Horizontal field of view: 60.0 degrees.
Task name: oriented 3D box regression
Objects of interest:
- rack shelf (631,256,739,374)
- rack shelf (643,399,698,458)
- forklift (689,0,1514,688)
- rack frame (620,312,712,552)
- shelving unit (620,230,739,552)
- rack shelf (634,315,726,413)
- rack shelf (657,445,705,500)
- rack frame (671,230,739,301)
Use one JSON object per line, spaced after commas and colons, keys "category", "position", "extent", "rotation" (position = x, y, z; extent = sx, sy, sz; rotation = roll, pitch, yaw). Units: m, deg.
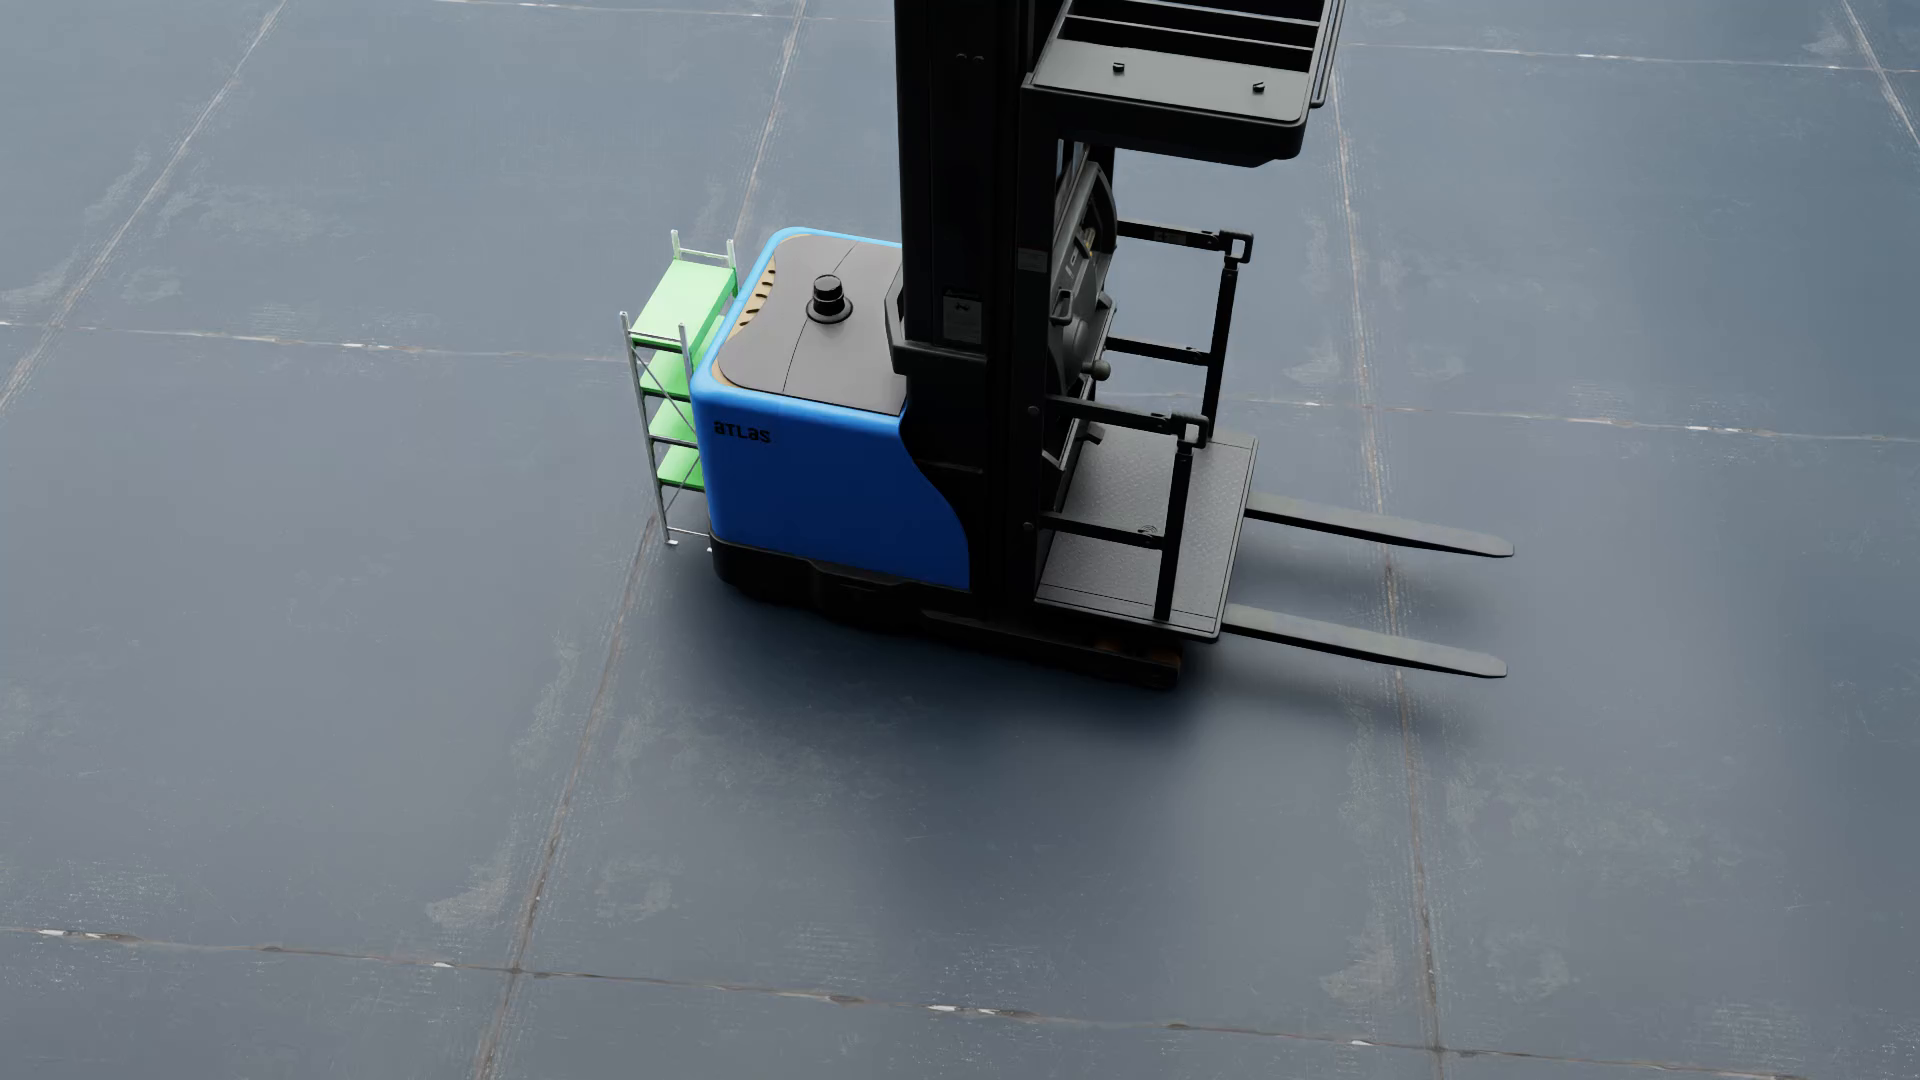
{"category": "rack shelf", "position": [-1.023, -0.831, 6.159], "extent": [0.258, 0.148, 0.480], "rotation": [11, 49, 10]}
{"category": "rack shelf", "position": [-1.023, -0.508, 6.514], "extent": [0.258, 0.148, 0.480], "rotation": [11, 49, 10]}
{"category": "forklift", "position": [0.603, -0.870, 5.586], "extent": [3.031, 2.935, 1.130], "rotation": [11, 49, 10]}
{"category": "rack frame", "position": [-1.086, -0.377, 6.307], "extent": [0.240, 1.200, 0.015], "rotation": [11, 49, 10]}
{"category": "shelving unit", "position": [-1.023, -0.551, 6.466], "extent": [0.258, 1.200, 0.503], "rotation": [11, 49, 10]}
{"category": "rack shelf", "position": [-1.023, -0.670, 6.337], "extent": [0.258, 0.148, 0.480], "rotation": [11, 49, 10]}
{"category": "rack shelf", "position": [-1.023, -0.346, 6.691], "extent": [0.258, 0.148, 0.480], "rotation": [11, 49, 10]}
{"category": "rack frame", "position": [-0.960, -0.725, 6.626], "extent": [0.240, 1.200, 0.015], "rotation": [11, 49, 10]}
